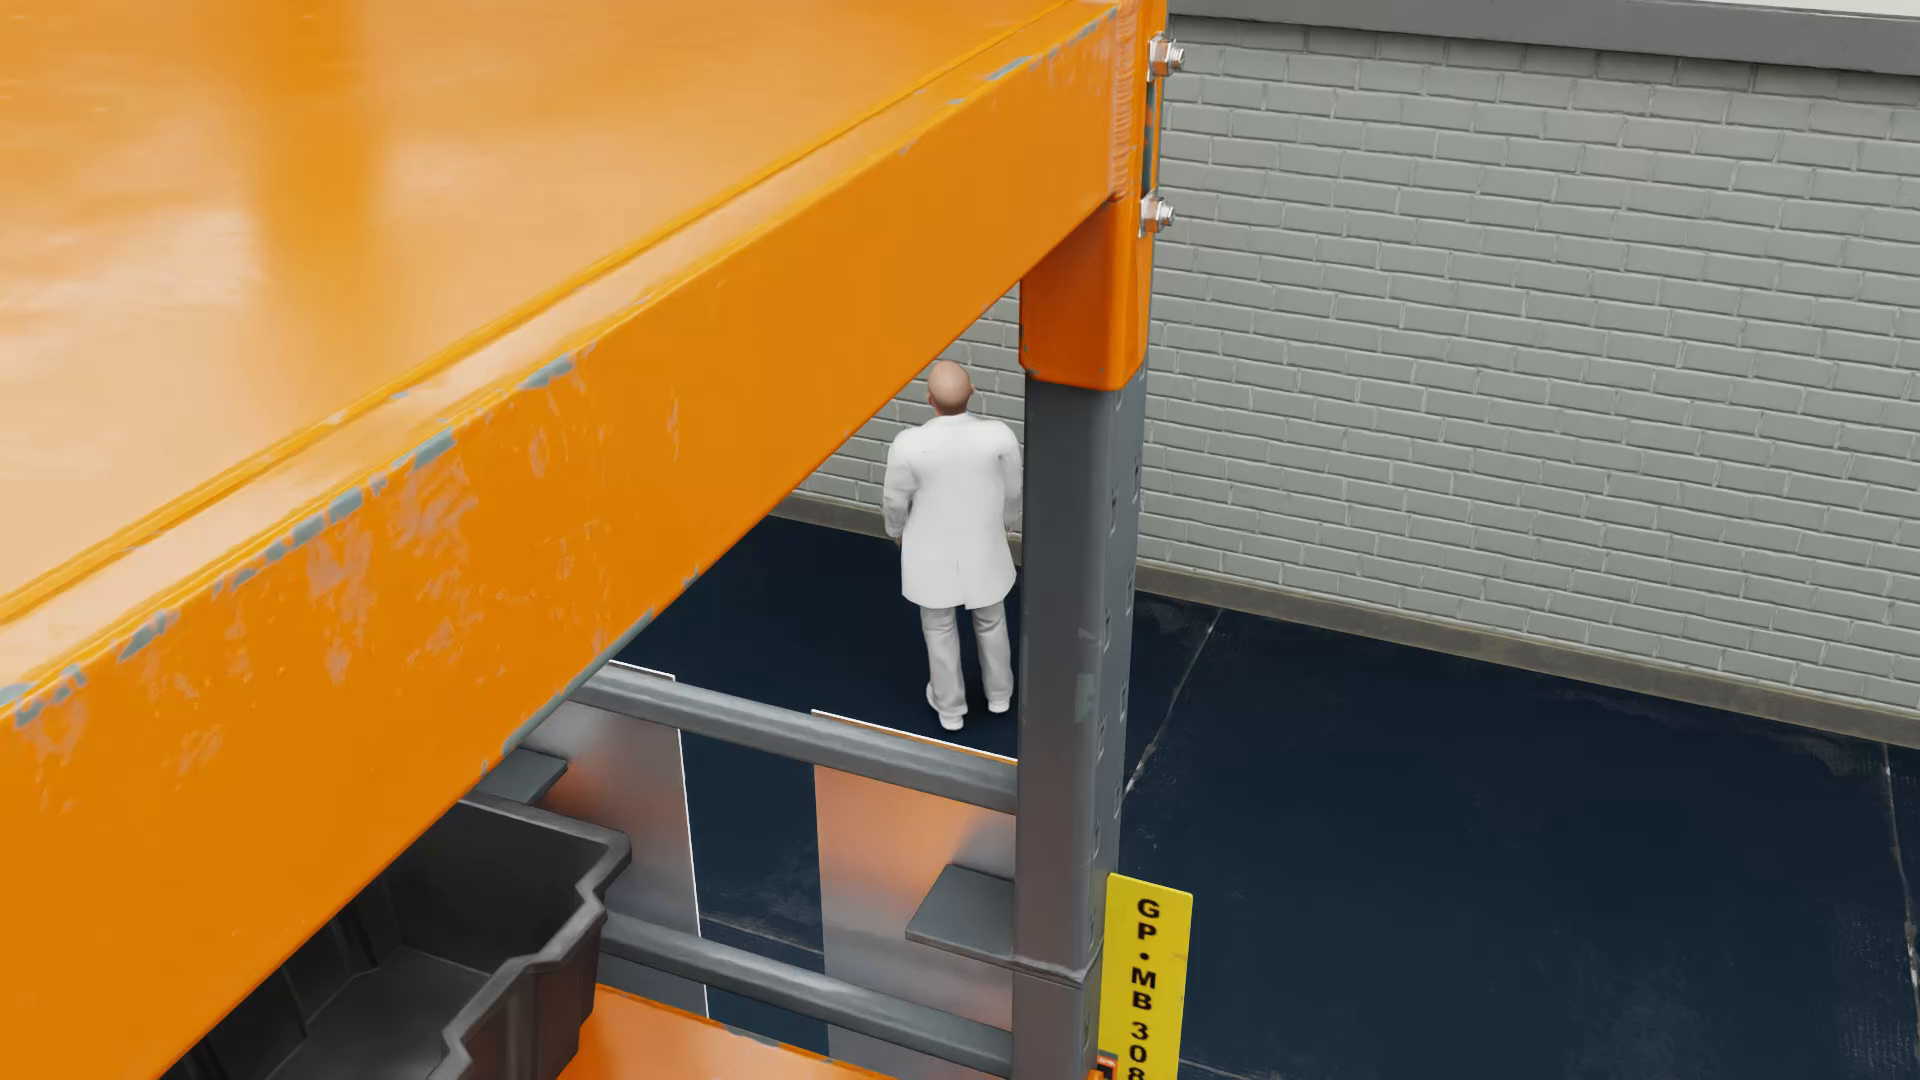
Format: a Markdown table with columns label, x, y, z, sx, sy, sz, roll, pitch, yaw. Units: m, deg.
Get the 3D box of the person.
| label | x | y | z | sx | sy | sz | roll | pitch | yaw |
| --- | --- | --- | --- | --- | --- | --- | --- | --- | --- |
| person | -0.030 | -0.010 | 7.145 | 0.612 | 1.776 | 0.576 | -3 | 29 | -6 |
